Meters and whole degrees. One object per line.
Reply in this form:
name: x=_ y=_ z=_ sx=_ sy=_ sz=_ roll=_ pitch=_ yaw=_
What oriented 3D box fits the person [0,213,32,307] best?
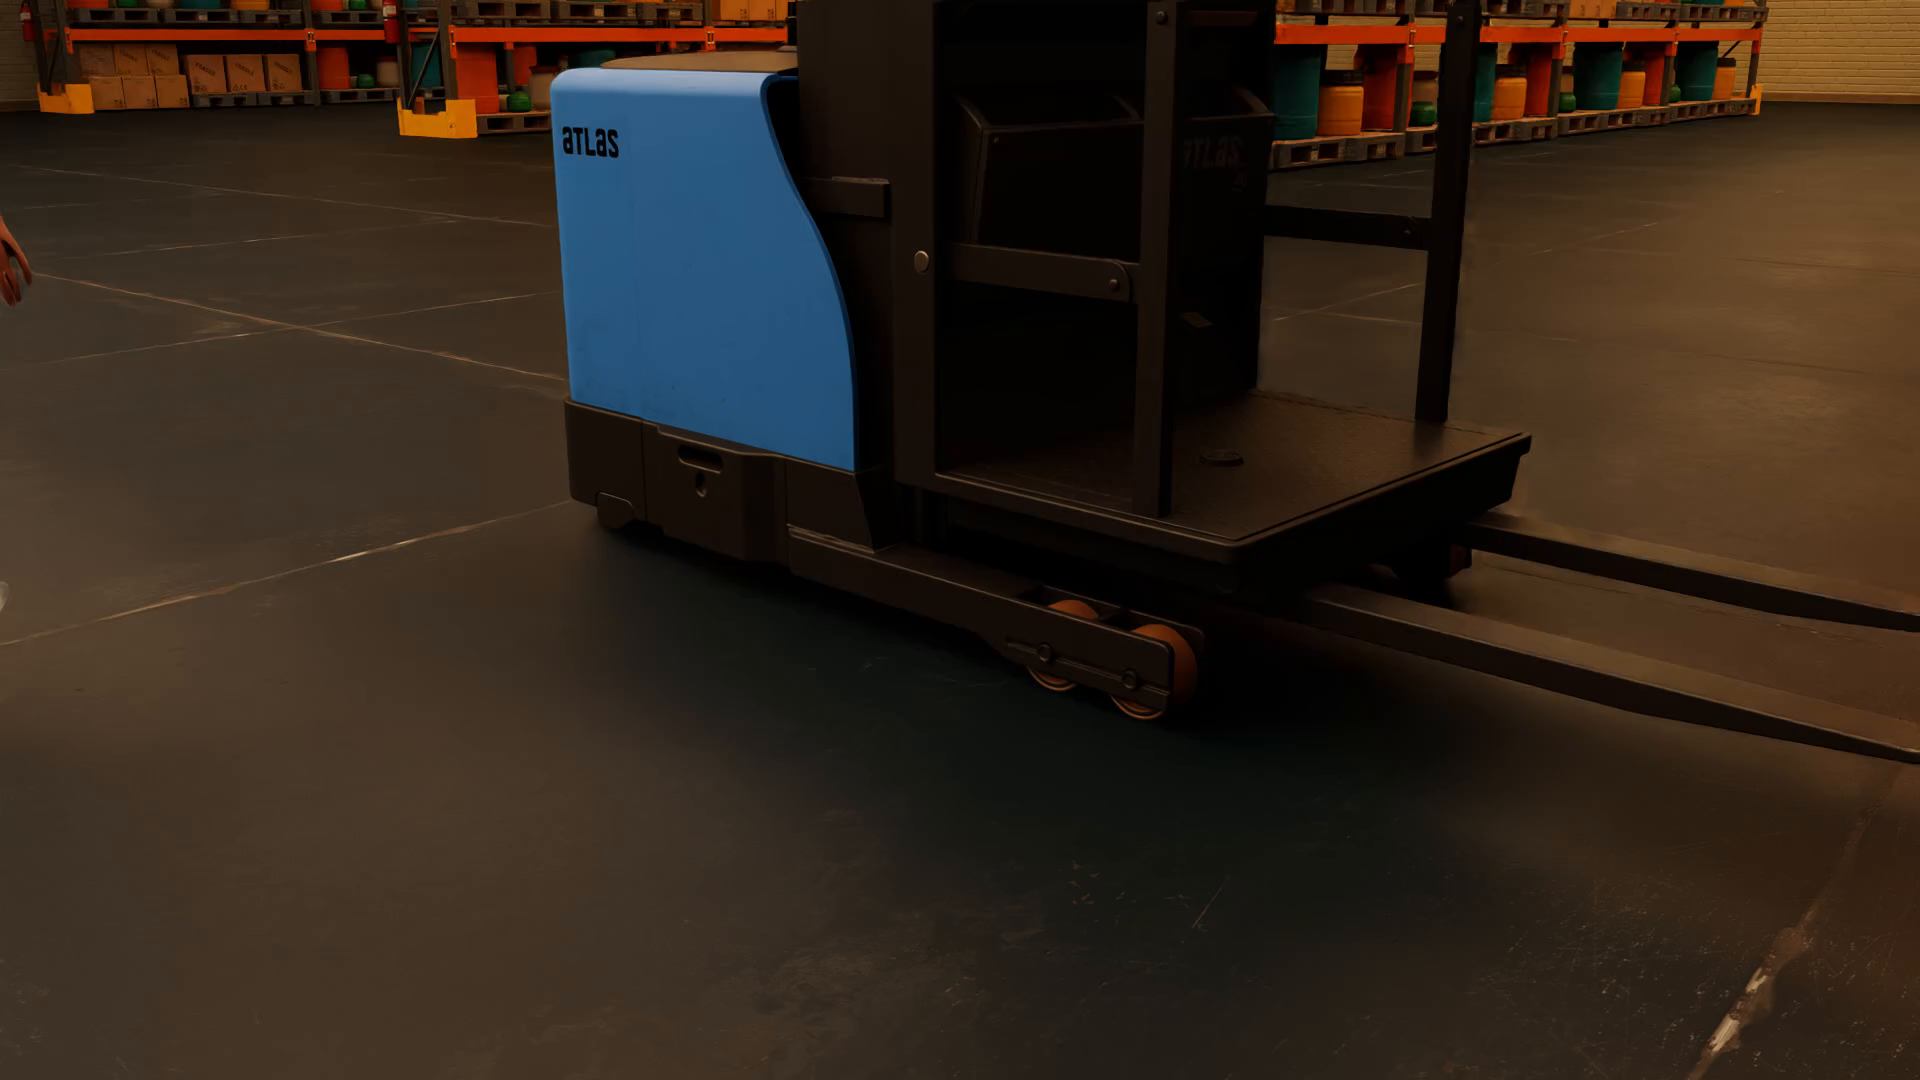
person: x=-1.966 y=-0.417 z=2.735 sx=0.648 sy=1.512 sz=0.580 roll=12 pitch=21 yaw=35

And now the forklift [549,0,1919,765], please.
forklift: x=0.469 y=-1.259 z=3.042 sx=3.031 sy=2.935 sz=1.130 roll=15 pitch=23 yaw=41
